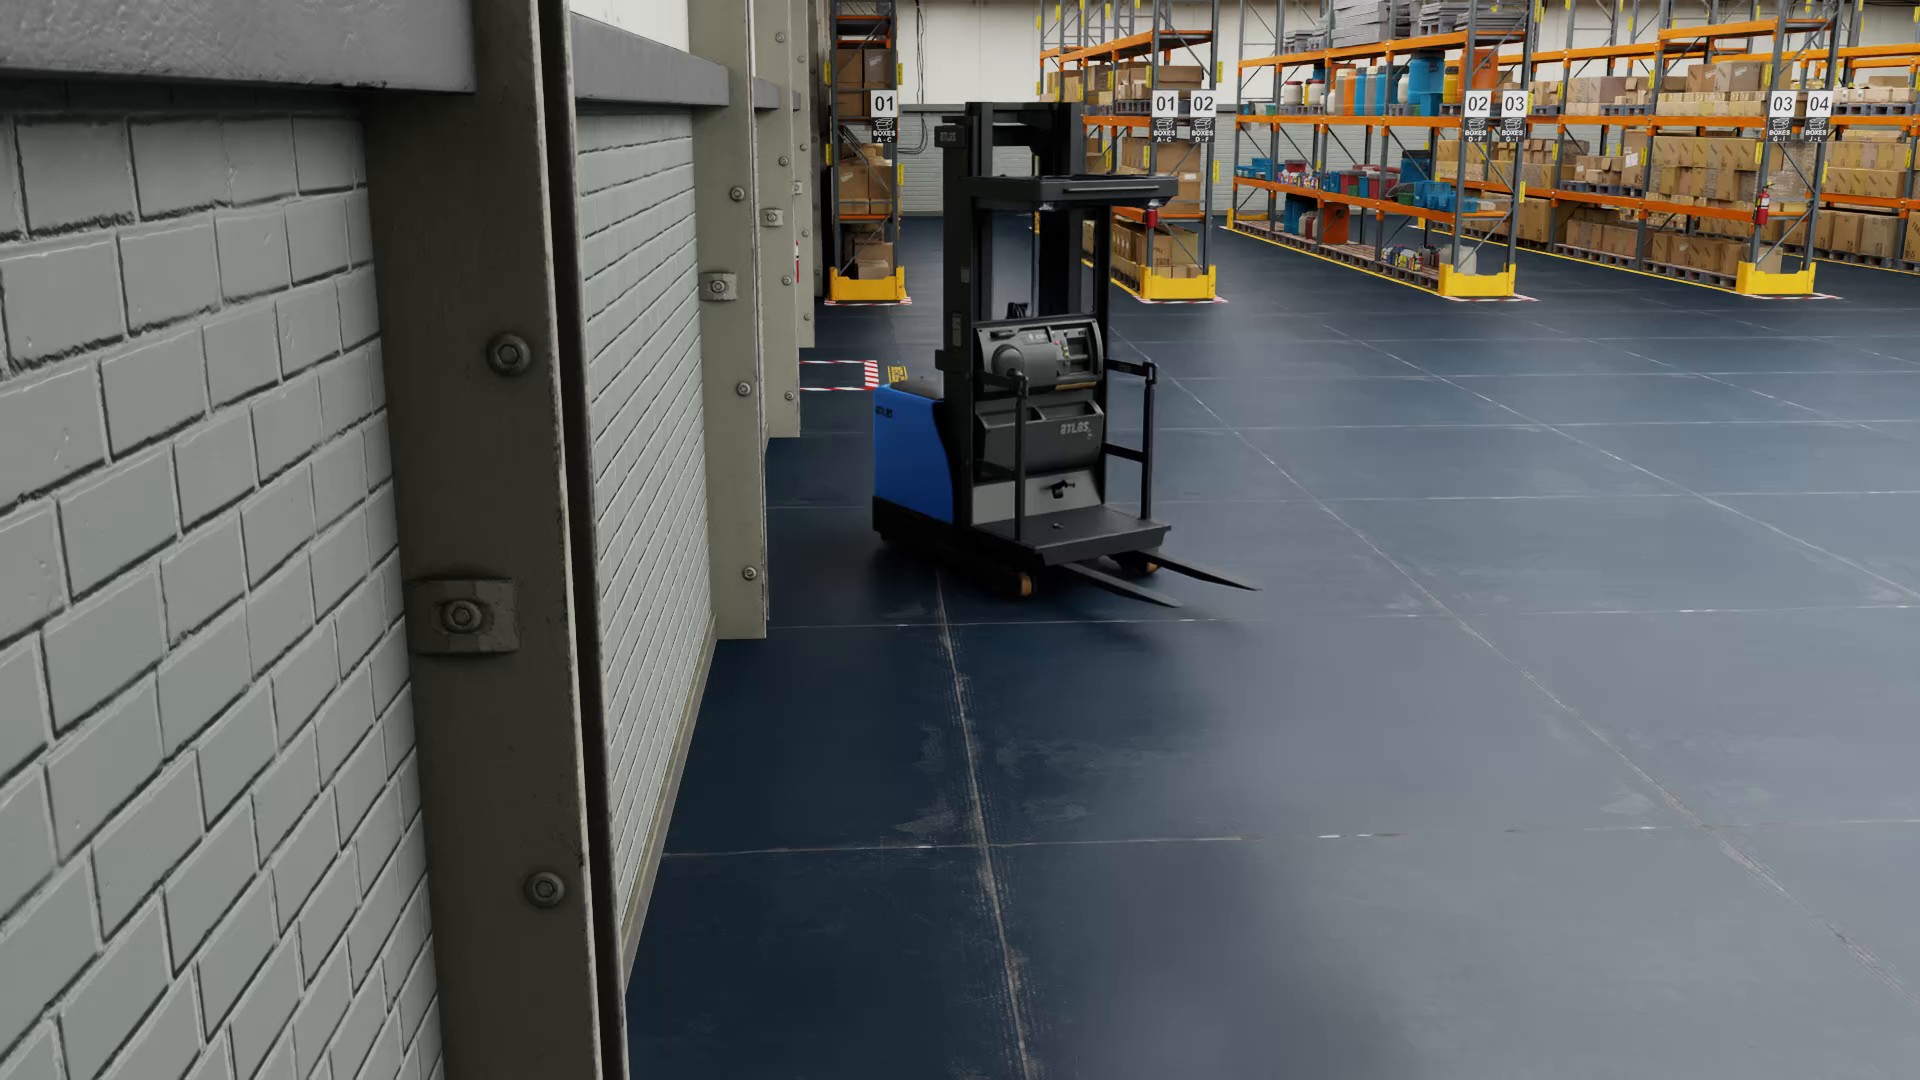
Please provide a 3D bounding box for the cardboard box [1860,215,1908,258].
[{"bbox_3d":[17.941,-5.804,31.736,1.050,0.750,0.750,-1,14,-4],"label":"cardboard box"}]

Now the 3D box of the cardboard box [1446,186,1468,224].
[{"bbox_3d":[12.545,-8.260,41.032,0.875,0.875,0.875,-1,14,-3],"label":"cardboard box"}]

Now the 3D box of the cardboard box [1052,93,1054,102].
[{"bbox_3d":[2.401,-10.187,38.375,0.500,0.250,0.500,-1,14,-3],"label":"cardboard box"}]

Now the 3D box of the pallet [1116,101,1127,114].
[{"bbox_3d":[3.304,-7.532,28.937,1.003,0.211,1.213,-1,14,-3],"label":"pallet"}]

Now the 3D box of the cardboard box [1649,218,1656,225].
[{"bbox_3d":[17.148,-7.824,40.796,0.380,0.149,0.250,-1,14,-3],"label":"cardboard box"}]

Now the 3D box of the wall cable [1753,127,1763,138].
[{"bbox_3d":[23.303,-11.542,48.326,0.588,1.984,0.122,-1,14,-3],"label":"wall cable"}]

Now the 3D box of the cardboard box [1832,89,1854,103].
[{"bbox_3d":[17.678,-8.856,33.163,0.500,0.250,0.500,0,14,-2],"label":"cardboard box"}]

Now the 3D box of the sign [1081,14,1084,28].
[{"bbox_3d":[3.037,-12.756,40.852,0.100,0.325,0.005,-1,14,-3],"label":"sign"}]

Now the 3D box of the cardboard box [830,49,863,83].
[{"bbox_3d":[-1.758,-7.360,25.843,0.500,0.500,0.500,0,14,-1],"label":"cardboard box"}]

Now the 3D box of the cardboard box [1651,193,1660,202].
[{"bbox_3d":[12.829,-6.243,30.277,0.380,0.149,0.250,-1,14,-3],"label":"cardboard box"}]

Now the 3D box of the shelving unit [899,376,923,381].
[{"bbox_3d":[-0.281,-0.626,11.852,0.215,1.050,0.252,-9,17,-32],"label":"shelving unit"}]

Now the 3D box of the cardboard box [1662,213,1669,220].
[{"bbox_3d":[17.221,-7.827,40.210,0.380,0.149,0.250,-1,14,-2],"label":"cardboard box"}]

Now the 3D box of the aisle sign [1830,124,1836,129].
[{"bbox_3d":[22.565,-10.905,42.672,0.394,0.787,0.004,-1,14,-3],"label":"aisle sign"}]

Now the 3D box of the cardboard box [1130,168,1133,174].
[{"bbox_3d":[3.133,-6.306,28.513,0.380,0.149,0.250,-1,14,-5],"label":"cardboard box"}]

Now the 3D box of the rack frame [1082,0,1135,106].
[{"bbox_3d":[2.978,-10.234,33.242,1.000,3.000,0.127,-1,14,-3],"label":"rack frame"}]

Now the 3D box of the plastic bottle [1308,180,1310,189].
[{"bbox_3d":[7.449,-7.561,35.291,0.097,0.201,0.097,0,14,0],"label":"plastic bottle"}]

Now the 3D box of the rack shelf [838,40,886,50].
[{"bbox_3d":[-1.842,-9.117,31.147,1.077,0.370,4.000,-1,14,-3],"label":"rack shelf"}]

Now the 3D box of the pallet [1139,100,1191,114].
[{"bbox_3d":[3.455,-6.925,26.579,1.003,0.211,1.213,-1,14,-3],"label":"pallet"}]

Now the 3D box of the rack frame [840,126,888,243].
[{"bbox_3d":[-1.966,-7.251,33.688,1.000,3.000,0.127,-1,14,-3],"label":"rack frame"}]

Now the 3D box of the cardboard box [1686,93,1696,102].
[{"bbox_3d":[12.893,-7.712,28.962,0.380,0.149,0.250,-1,14,-4],"label":"cardboard box"}]

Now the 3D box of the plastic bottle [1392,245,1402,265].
[{"bbox_3d":[7.817,-5.085,29.704,0.144,0.351,0.185,-1,15,-6],"label":"plastic bottle"}]

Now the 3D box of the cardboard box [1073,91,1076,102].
[{"bbox_3d":[2.853,-9.194,35.018,0.910,0.500,0.500,-1,14,-3],"label":"cardboard box"}]

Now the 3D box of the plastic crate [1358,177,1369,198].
[{"bbox_3d":[7.791,-6.671,31.466,0.392,0.384,0.575,-1,14,-3],"label":"plastic crate"}]

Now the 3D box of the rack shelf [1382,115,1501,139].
[{"bbox_3d":[8.293,-7.016,28.199,1.077,0.370,4.000,-1,14,-3],"label":"rack shelf"}]

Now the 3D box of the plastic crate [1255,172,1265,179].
[{"bbox_3d":[7.266,-8.729,39.840,0.293,0.136,0.466,-1,14,-3],"label":"plastic crate"}]

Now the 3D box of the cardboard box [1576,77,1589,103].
[{"bbox_3d":[12.665,-8.977,33.171,0.500,0.500,0.500,-1,14,-3],"label":"cardboard box"}]

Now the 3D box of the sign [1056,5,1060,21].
[{"bbox_3d":[2.187,-11.715,36.967,0.100,0.325,0.005,-1,14,-3],"label":"sign"}]

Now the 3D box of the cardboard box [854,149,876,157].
[{"bbox_3d":[-1.880,-7.662,32.898,0.380,0.149,0.250,-3,15,-13],"label":"cardboard box"}]

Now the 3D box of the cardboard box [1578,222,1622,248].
[{"bbox_3d":[12.974,-6.179,33.655,0.700,0.500,0.500,-2,15,-8],"label":"cardboard box"}]

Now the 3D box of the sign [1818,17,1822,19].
[{"bbox_3d":[21.706,-13.050,41.996,0.100,0.325,0.005,-1,14,-3],"label":"sign"}]

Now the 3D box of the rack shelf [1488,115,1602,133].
[{"bbox_3d":[12.741,-9.082,36.229,1.077,0.370,4.000,-1,14,-3],"label":"rack shelf"}]

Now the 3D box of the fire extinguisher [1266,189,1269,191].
[{"bbox_3d":[7.870,-9.220,42.245,0.296,0.674,0.183,-1,14,-3],"label":"fire extinguisher"}]

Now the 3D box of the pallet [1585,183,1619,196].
[{"bbox_3d":[13.029,-6.896,32.693,1.003,0.211,1.213,-1,14,-3],"label":"pallet"}]

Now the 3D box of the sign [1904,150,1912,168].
[{"bbox_3d":[17.529,-7.049,30.737,0.100,0.325,0.005,-1,14,-3],"label":"sign"}]

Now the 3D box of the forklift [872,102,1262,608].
[{"bbox_3d":[0.626,-1.195,10.290,1.130,2.935,3.031,-9,17,-32],"label":"forklift"}]

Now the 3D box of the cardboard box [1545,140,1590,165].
[{"bbox_3d":[12.836,-8.197,35.150,0.797,0.503,0.637,0,14,-2],"label":"cardboard box"}]

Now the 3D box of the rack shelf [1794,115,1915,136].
[{"bbox_3d":[17.946,-8.139,32.563,1.077,0.370,4.000,-1,14,-3],"label":"rack shelf"}]

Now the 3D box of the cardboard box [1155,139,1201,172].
[{"bbox_3d":[3.454,-6.145,26.585,0.700,0.500,0.500,-1,14,-3],"label":"cardboard box"}]

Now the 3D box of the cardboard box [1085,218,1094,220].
[{"bbox_3d":[2.685,-6.560,35.136,0.500,0.500,0.500,0,14,-1],"label":"cardboard box"}]

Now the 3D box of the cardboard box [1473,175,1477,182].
[{"bbox_3d":[12.255,-8.488,39.002,0.380,0.149,0.250,-1,14,-2],"label":"cardboard box"}]

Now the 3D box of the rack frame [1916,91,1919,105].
[{"bbox_3d":[18.070,-9.442,30.166,1.000,3.000,0.127,-1,14,-3],"label":"rack frame"}]

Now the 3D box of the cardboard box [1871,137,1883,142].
[{"bbox_3d":[22.180,-9.400,39.834,0.500,0.500,0.500,-1,14,-4],"label":"cardboard box"}]

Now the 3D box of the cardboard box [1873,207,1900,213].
[{"bbox_3d":[22.576,-7.749,39.921,0.875,0.438,0.875,-1,14,-4],"label":"cardboard box"}]

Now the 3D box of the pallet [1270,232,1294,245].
[{"bbox_3d":[7.680,-6.856,37.748,1.003,0.211,1.213,-1,14,-3],"label":"pallet"}]

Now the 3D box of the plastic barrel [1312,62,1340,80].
[{"bbox_3d":[7.932,-9.875,36.020,0.600,0.901,0.708,-1,14,-3],"label":"plastic barrel"}]

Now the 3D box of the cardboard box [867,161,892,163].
[{"bbox_3d":[-1.323,-6.194,28.337,0.500,0.500,0.500,-1,14,-5],"label":"cardboard box"}]

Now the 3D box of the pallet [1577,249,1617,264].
[{"bbox_3d":[12.985,-5.633,32.996,1.003,0.211,1.213,-1,14,-3],"label":"pallet"}]

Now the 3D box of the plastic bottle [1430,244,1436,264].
[{"bbox_3d":[8.509,-5.136,29.901,0.144,0.351,0.185,-2,15,-6],"label":"plastic bottle"}]

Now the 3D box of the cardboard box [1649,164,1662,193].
[{"bbox_3d":[13.079,-6.565,30.225,0.875,0.500,0.500,-1,14,-3],"label":"cardboard box"}]

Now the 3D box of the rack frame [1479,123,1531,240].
[{"bbox_3d":[12.617,-8.475,38.446,1.000,3.000,0.127,-1,14,-3],"label":"rack frame"}]

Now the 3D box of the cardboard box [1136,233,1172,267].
[{"bbox_3d":[3.143,-4.703,26.954,0.500,0.500,0.500,-1,14,-3],"label":"cardboard box"}]

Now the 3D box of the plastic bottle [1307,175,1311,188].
[{"bbox_3d":[7.443,-7.619,35.376,0.097,0.271,0.097,0,14,0],"label":"plastic bottle"}]

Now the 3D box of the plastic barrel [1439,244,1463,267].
[{"bbox_3d":[8.269,-4.700,27.924,0.421,0.512,0.421,0,14,0],"label":"plastic barrel"}]
